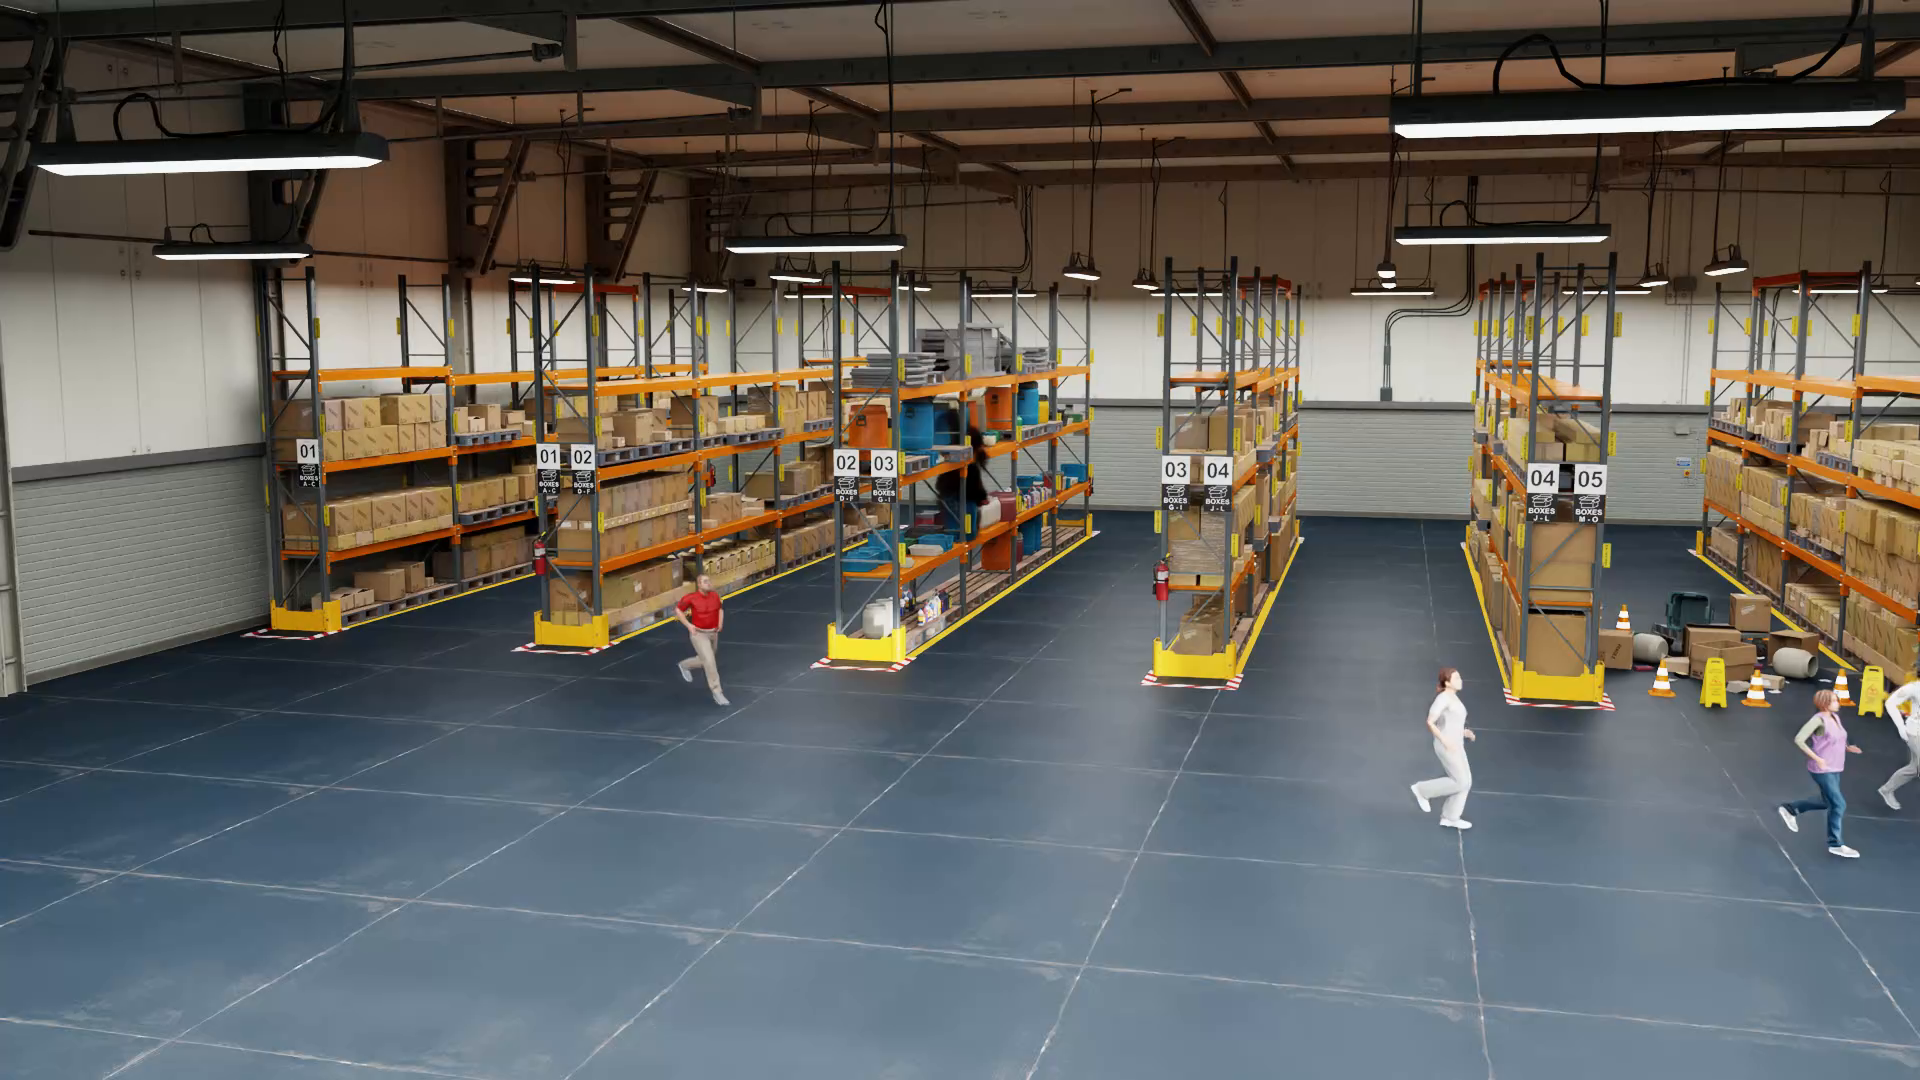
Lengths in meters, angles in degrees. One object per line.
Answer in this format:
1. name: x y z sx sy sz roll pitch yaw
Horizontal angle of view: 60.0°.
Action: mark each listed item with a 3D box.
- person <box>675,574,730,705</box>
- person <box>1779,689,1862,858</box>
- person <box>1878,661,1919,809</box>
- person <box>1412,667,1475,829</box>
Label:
1. person: -3.477 1.325 22.572 1.127 1.729 0.632 6 9 37
2. person: 8.272 2.211 15.978 0.548 1.555 0.805 -6 9 -38
3. person: 9.818 2.015 16.976 0.610 1.715 0.835 -4 8 -27
4. person: 4.892 2.080 16.770 0.597 1.624 0.580 5 9 33
